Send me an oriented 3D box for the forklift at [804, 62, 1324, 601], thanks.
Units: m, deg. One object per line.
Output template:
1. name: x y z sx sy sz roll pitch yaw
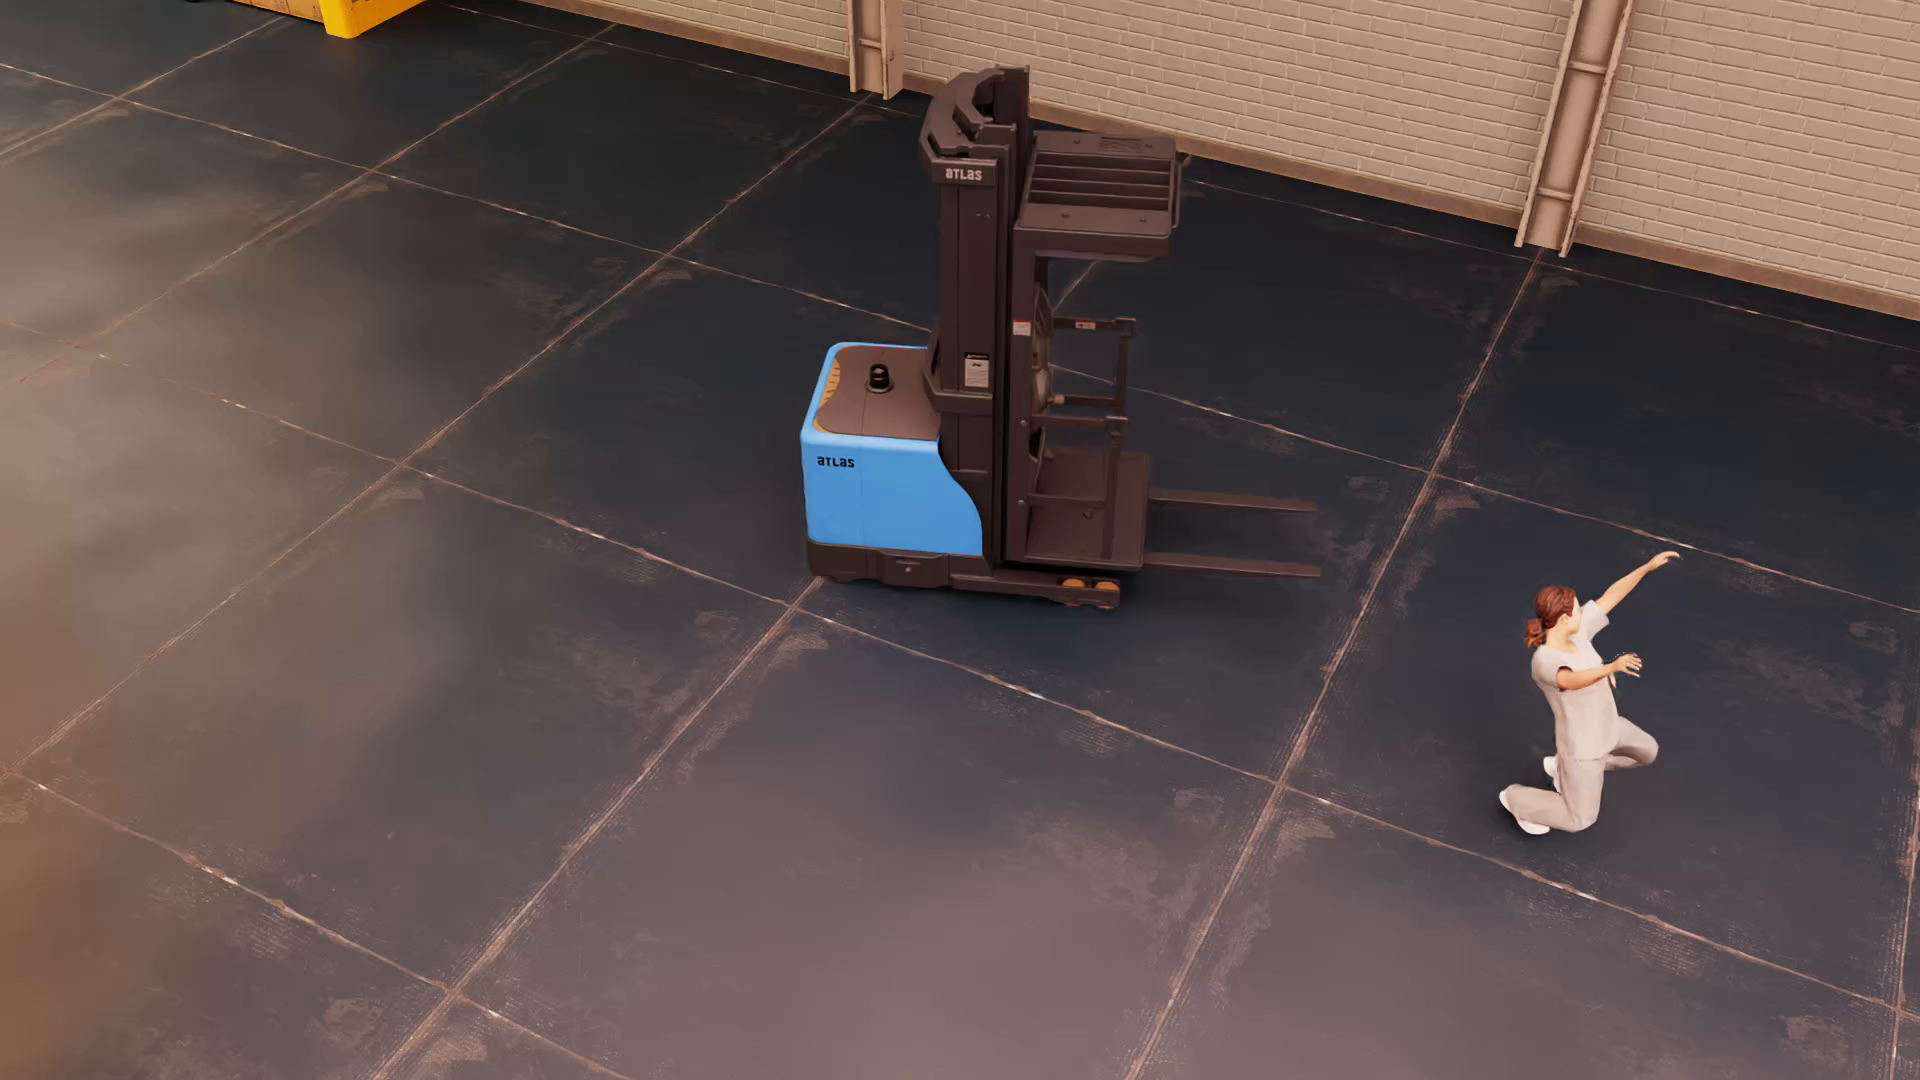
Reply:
1. forklift: 0.646 -1.114 9.309 3.031 2.935 1.130 1 40 2

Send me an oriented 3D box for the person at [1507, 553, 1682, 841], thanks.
1. person: 3.182 0.810 8.103 0.781 1.570 0.954 29 48 30
